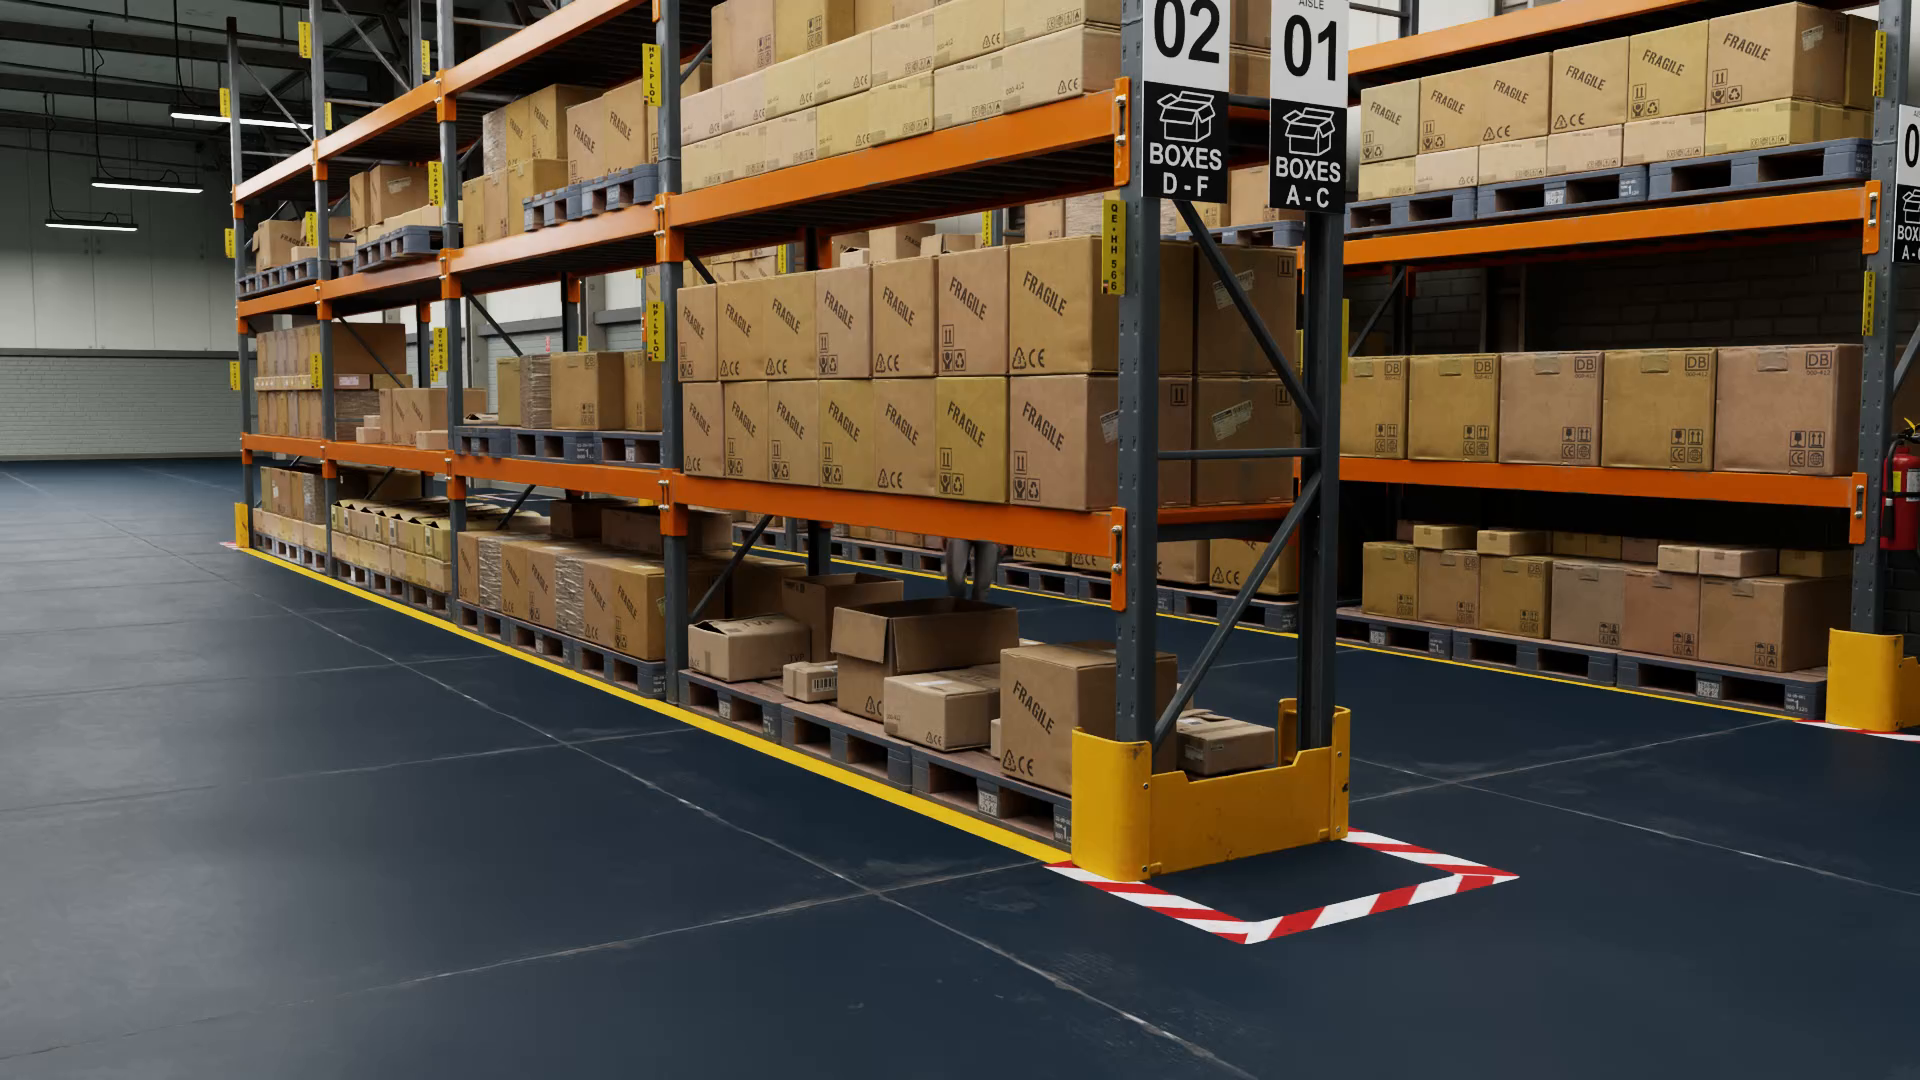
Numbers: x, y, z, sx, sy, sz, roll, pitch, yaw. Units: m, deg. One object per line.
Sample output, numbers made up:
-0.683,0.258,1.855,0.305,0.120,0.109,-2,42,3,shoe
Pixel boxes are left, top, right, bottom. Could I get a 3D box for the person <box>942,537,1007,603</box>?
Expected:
0.095,-0.029,10.993,0.463,1.596,0.428,0,5,-4,person
